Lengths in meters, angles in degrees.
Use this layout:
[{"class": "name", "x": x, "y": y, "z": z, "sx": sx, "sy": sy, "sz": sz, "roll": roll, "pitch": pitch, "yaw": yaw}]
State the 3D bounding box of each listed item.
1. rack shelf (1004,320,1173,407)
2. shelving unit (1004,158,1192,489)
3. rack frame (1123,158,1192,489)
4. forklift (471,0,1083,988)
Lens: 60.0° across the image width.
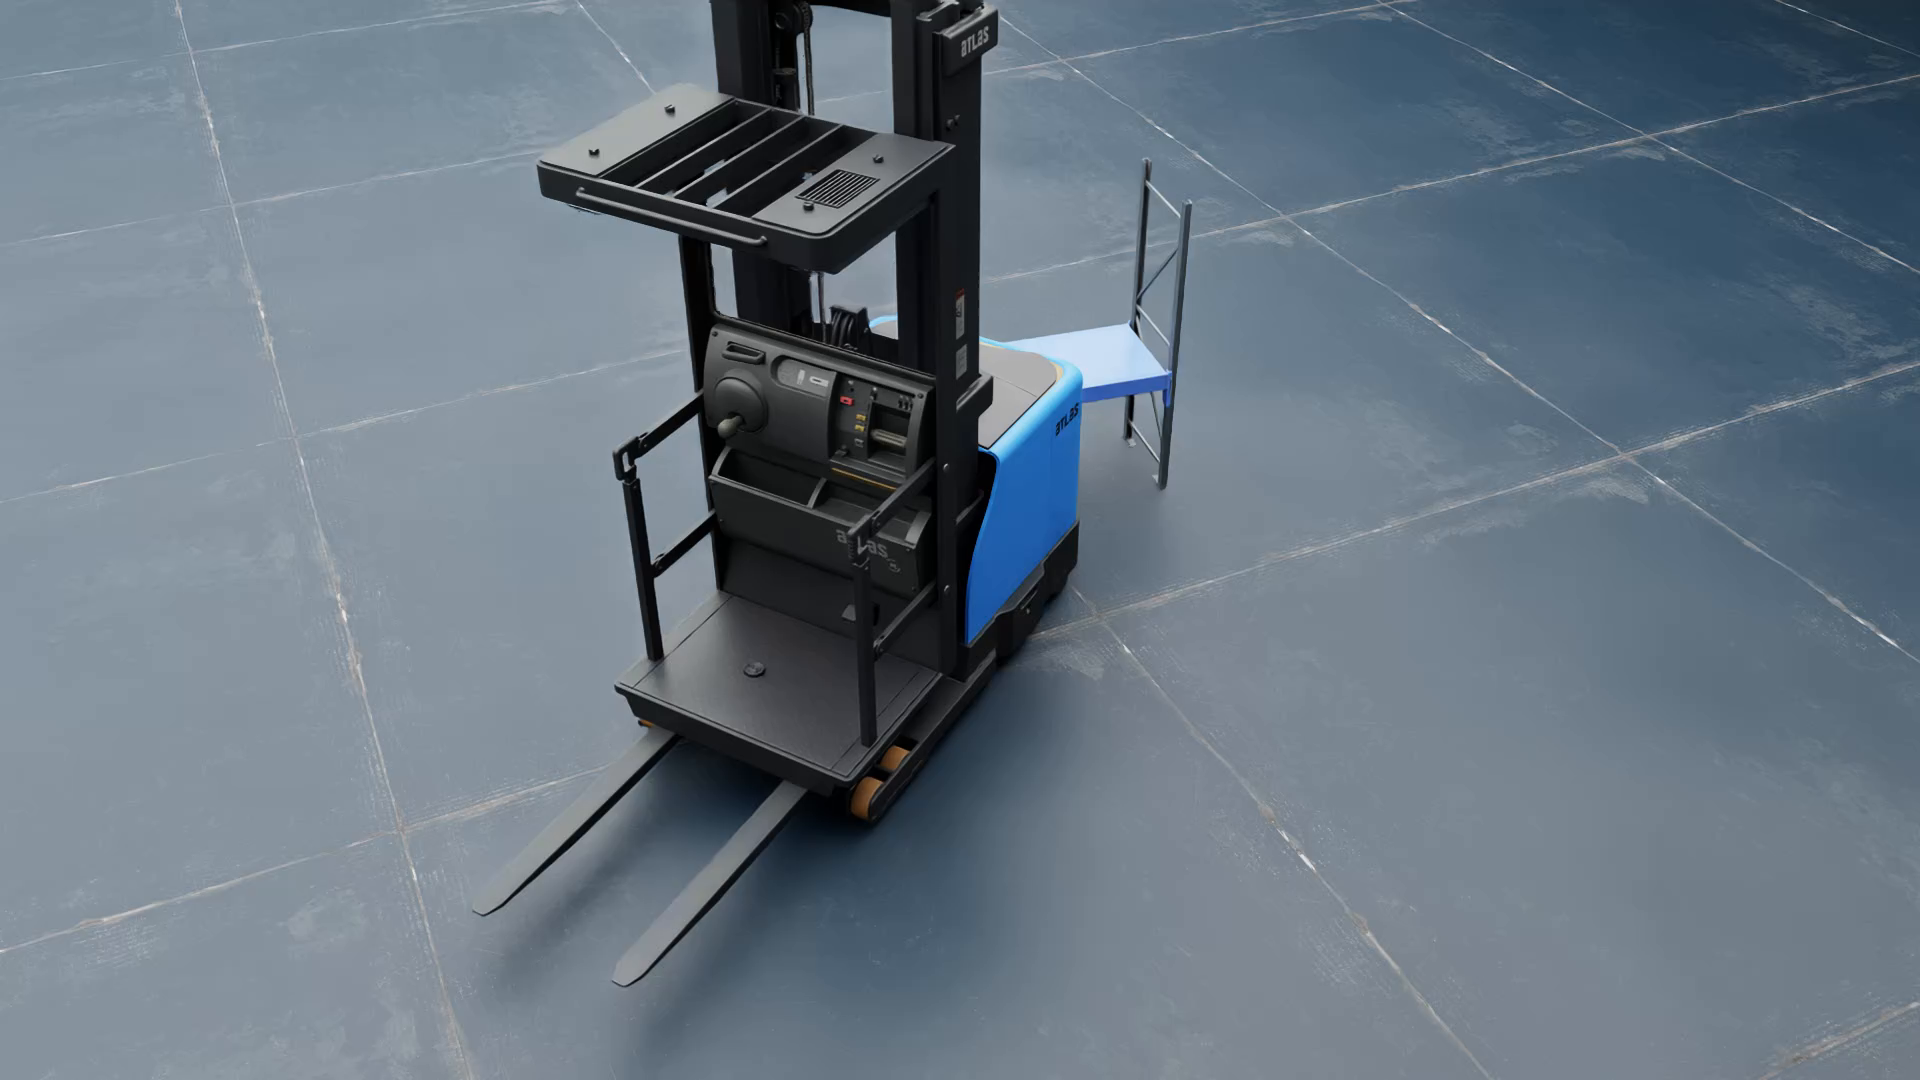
[{"class": "rack shelf", "x": 0.432, "y": -0.761, "z": 7.819, "sx": 1.000, "sy": 0.185, "sz": 0.538, "roll": -10, "pitch": 38, "yaw": -14}, {"class": "shelving unit", "x": 0.432, "y": -0.905, "z": 7.712, "sx": 1.048, "sy": 1.500, "sz": 0.538, "roll": -10, "pitch": 38, "yaw": -14}, {"class": "rack frame", "x": 0.918, "y": -0.995, "z": 7.832, "sx": 0.032, "sy": 1.500, "sz": 0.500, "roll": -10, "pitch": 38, "yaw": -14}, {"class": "forklift", "x": -0.635, "y": -0.424, "z": 5.861, "sx": 1.130, "sy": 2.935, "sz": 3.031, "roll": 19, "pitch": 40, "yaw": 23}]
